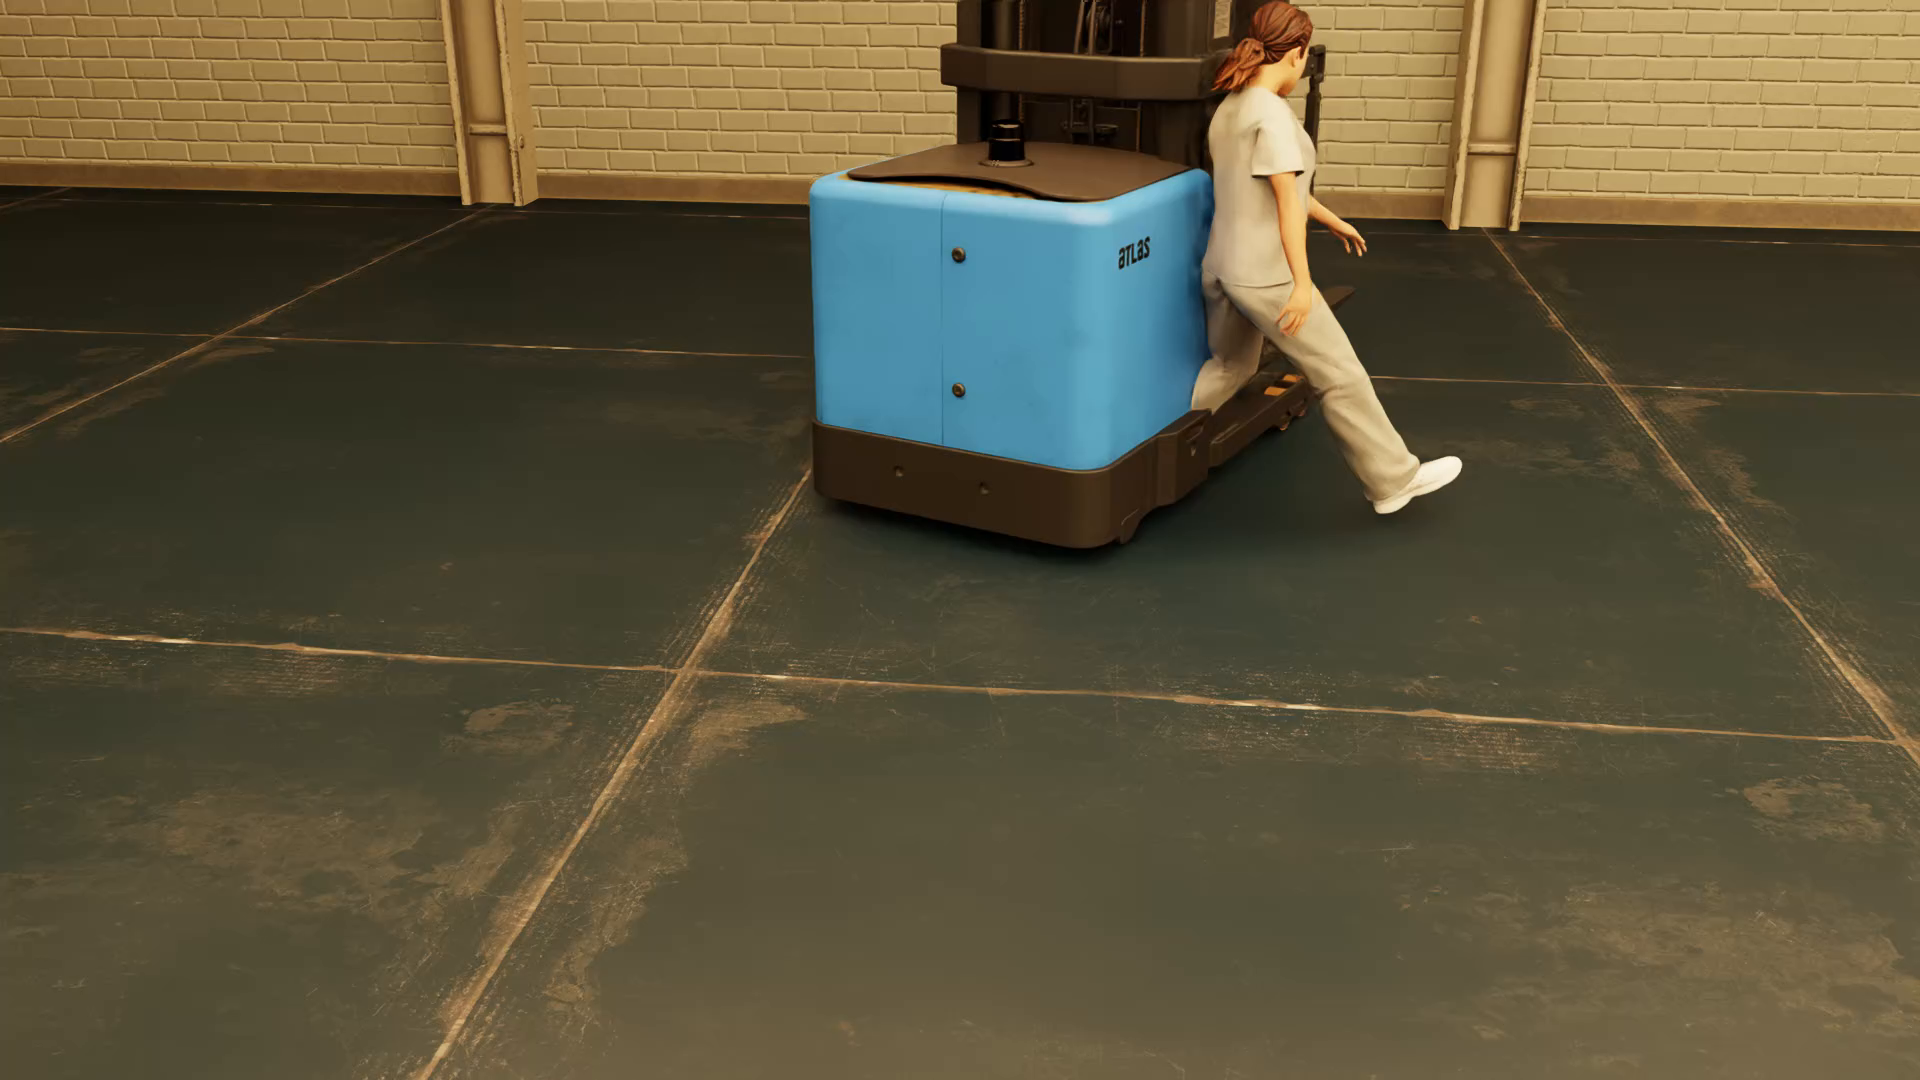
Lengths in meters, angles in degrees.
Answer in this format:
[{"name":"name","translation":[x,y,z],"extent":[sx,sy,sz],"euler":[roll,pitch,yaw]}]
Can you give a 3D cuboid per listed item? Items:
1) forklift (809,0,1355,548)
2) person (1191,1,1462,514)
[{"name":"forklift","translation":[0.698,-1.840,5.823],"extent":[1.130,2.935,3.031],"euler":[12,25,28]},{"name":"person","translation":[1.056,-0.830,5.147],"extent":[0.972,1.598,0.745],"euler":[-6,23,-15]}]
